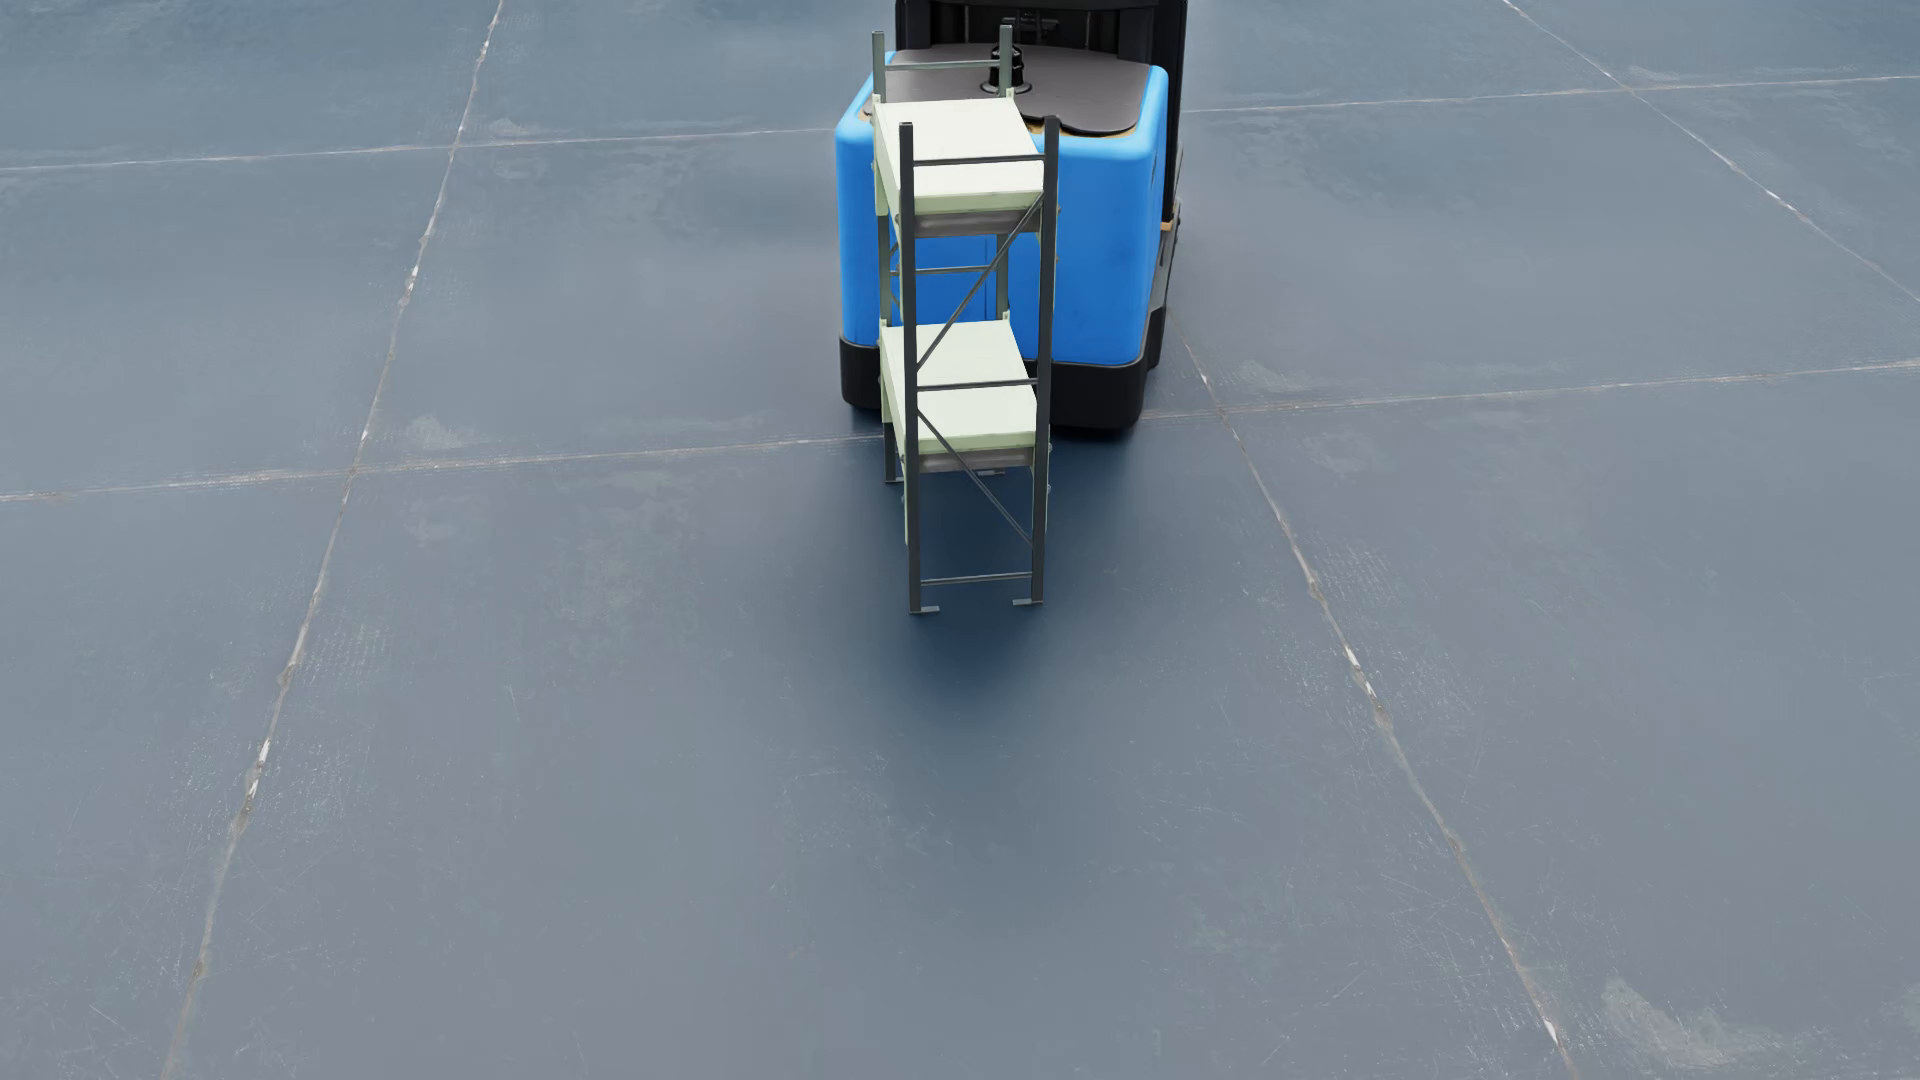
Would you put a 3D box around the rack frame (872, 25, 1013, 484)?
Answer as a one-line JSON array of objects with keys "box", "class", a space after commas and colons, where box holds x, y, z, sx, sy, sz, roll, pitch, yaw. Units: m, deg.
[{"box": [-0.050, -0.828, 5.133, 0.400, 1.500, 0.023, -4, 35, -6], "class": "rack frame"}]

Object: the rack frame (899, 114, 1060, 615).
[{"box": [0.048, -0.419, 4.533, 0.400, 1.500, 0.023, -4, 35, -6], "class": "rack frame"}]

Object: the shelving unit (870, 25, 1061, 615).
[{"box": [-0.001, -0.623, 4.833, 0.431, 1.500, 0.755, -4, 35, -6], "class": "shelving unit"}]

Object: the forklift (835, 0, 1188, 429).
[{"box": [0.342, -2.410, 6.183, 1.130, 2.935, 3.031, 6, 35, 8], "class": "forklift"}]

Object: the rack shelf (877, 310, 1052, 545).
[{"box": [-0.001, -0.354, 5.017, 0.431, 0.370, 0.720, -4, 35, -6], "class": "rack shelf"}]

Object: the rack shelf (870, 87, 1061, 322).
[{"box": [-0.001, -0.946, 4.613, 0.431, 0.370, 0.720, -4, 35, -6], "class": "rack shelf"}]
